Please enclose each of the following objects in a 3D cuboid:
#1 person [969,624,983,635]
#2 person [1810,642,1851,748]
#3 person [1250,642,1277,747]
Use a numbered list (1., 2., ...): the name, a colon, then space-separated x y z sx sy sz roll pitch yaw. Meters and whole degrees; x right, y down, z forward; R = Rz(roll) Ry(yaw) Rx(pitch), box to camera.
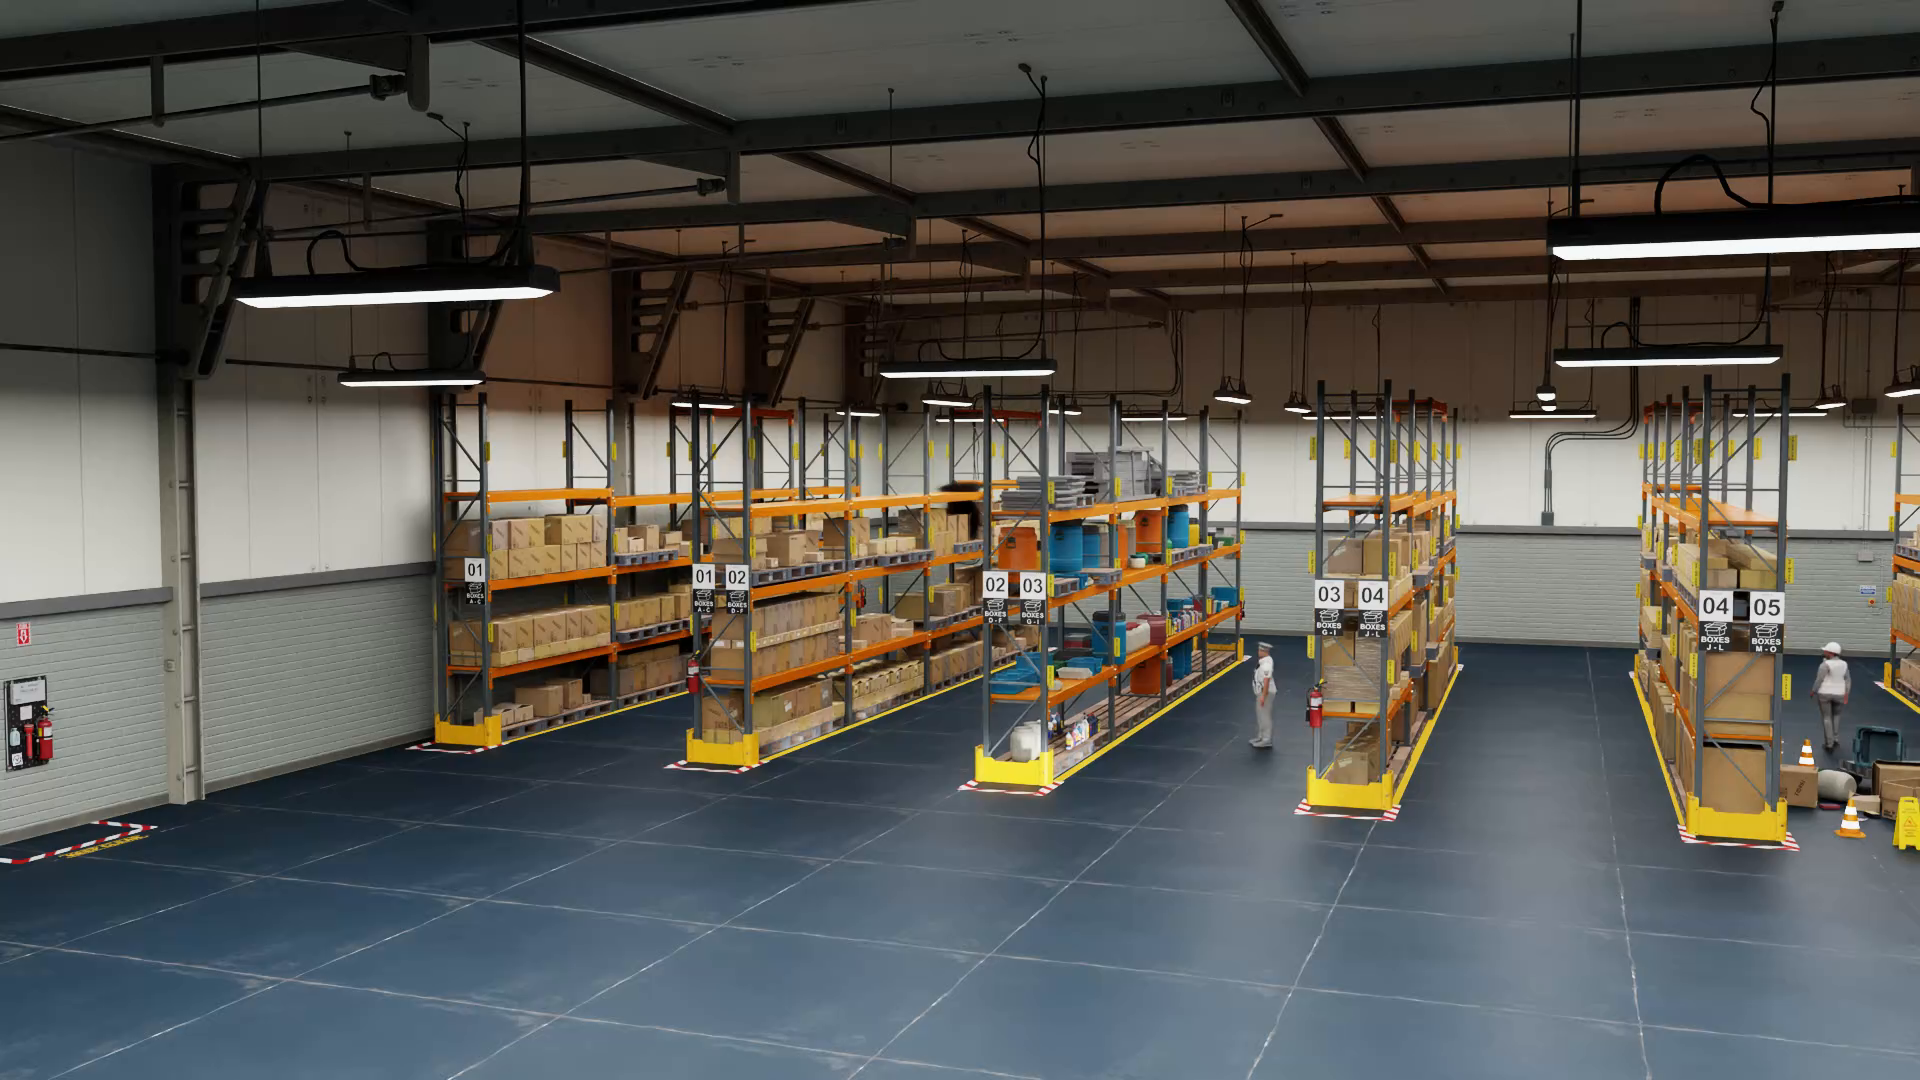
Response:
1. person: 0.605 1.722 44.588 0.755 1.707 0.597 1 3 26
2. person: 14.689 2.620 28.047 0.602 1.800 0.689 1 3 15
3. person: 5.149 2.609 28.214 0.440 1.761 0.592 0 3 7
